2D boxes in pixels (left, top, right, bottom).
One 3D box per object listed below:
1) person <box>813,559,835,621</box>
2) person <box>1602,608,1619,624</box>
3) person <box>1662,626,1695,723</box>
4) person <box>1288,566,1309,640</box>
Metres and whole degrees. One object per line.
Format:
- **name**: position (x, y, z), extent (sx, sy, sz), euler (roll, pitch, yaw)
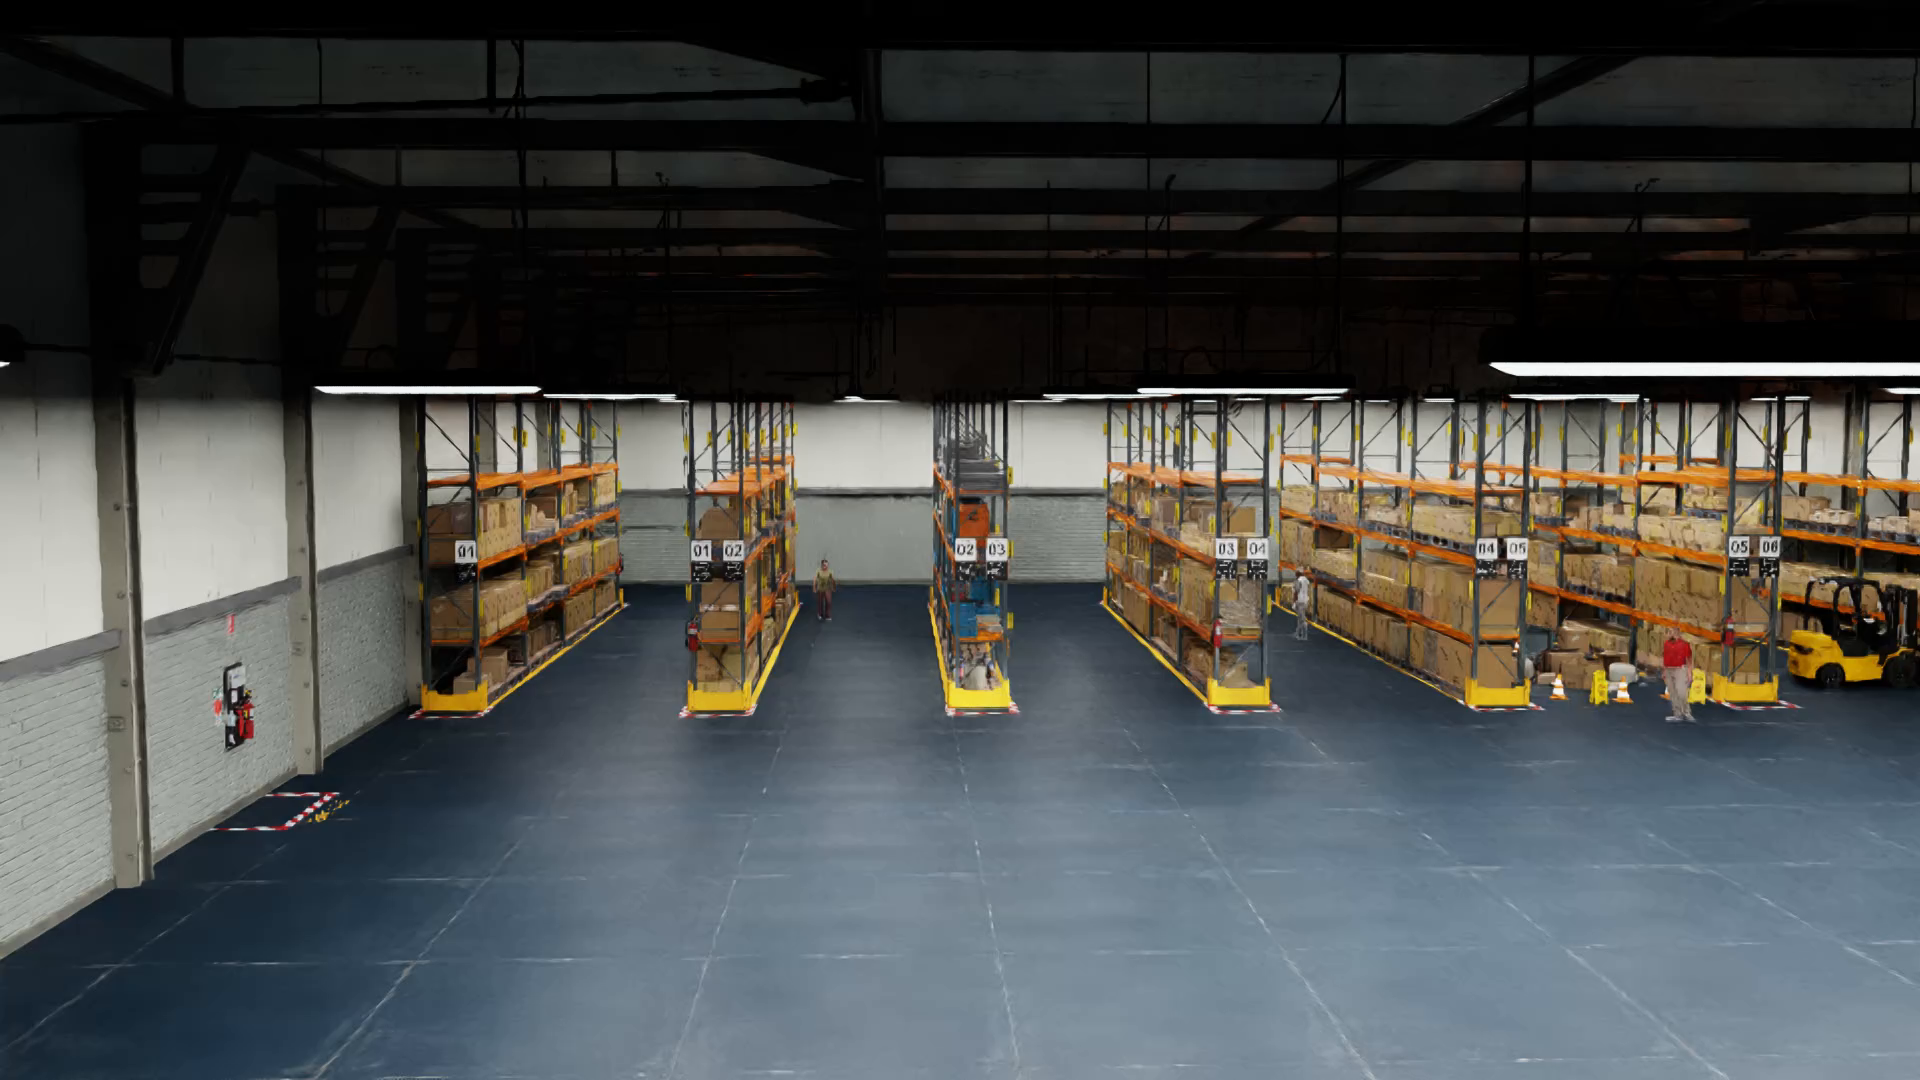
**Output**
- **person**: position (-3.623, 1.302, 44.248), extent (0.588, 1.635, 0.684), euler (-1, 5, -11)
- **person**: position (16.907, 1.346, 43.329), extent (0.538, 1.664, 0.574), euler (2, 5, 25)
- **person**: position (12.955, 2.409, 29.981), extent (0.437, 1.720, 0.651), euler (-3, 5, -31)
- **person**: position (8.261, 1.511, 40.540), extent (0.583, 1.782, 0.665), euler (3, 5, 30)
